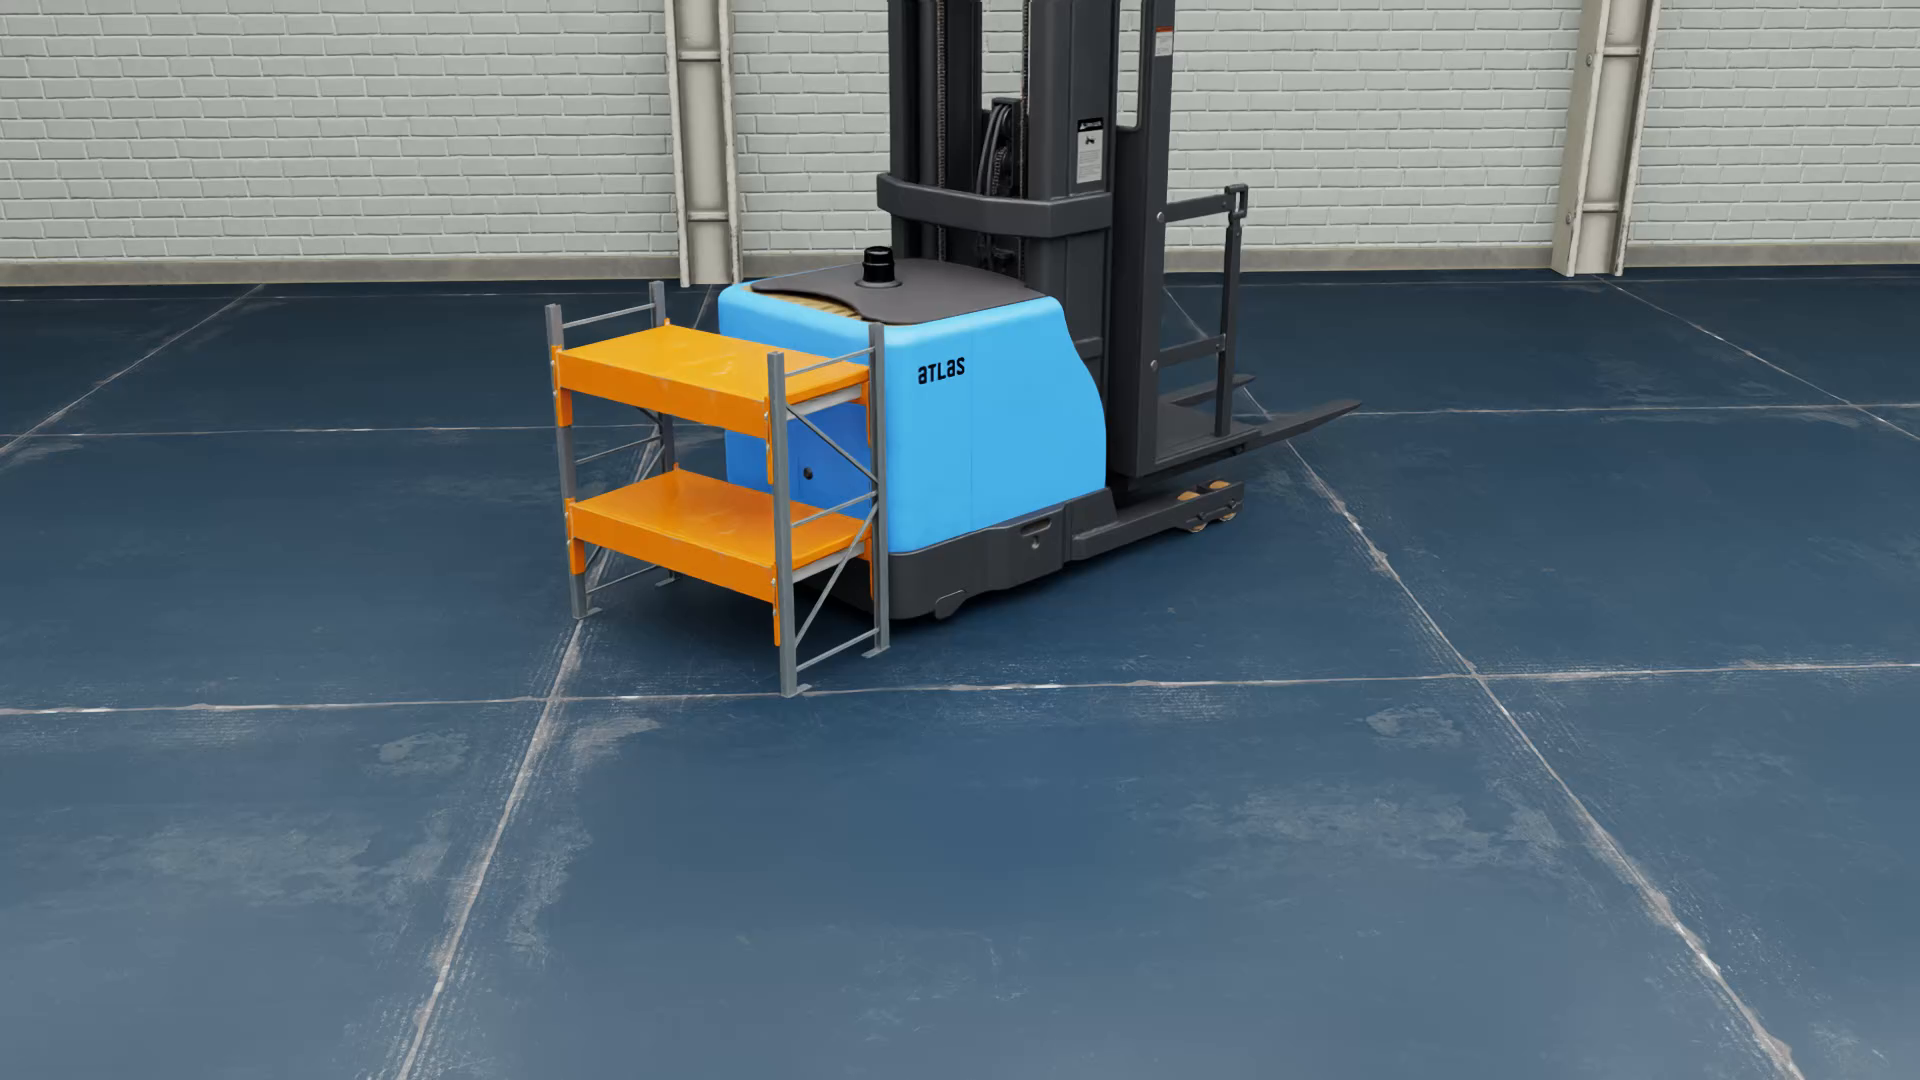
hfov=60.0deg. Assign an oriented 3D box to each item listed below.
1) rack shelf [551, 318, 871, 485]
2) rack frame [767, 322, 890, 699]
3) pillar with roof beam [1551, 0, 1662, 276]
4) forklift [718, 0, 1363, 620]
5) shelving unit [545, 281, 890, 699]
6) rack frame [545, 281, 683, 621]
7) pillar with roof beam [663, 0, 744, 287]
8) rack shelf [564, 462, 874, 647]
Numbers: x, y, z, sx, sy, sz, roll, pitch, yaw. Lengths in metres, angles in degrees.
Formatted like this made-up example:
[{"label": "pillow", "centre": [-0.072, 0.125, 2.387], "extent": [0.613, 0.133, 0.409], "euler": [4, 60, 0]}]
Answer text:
[{"label": "rack shelf", "centre": [-0.806, -0.477, 5.470], "extent": [1.000, 0.278, 0.538], "euler": [16, 26, 35]}, {"label": "rack frame", "centre": [-0.405, -0.092, 5.282], "extent": [0.032, 1.125, 0.500], "euler": [16, 26, 35]}, {"label": "pillar with roof beam", "centre": [4.572, -4.535, 5.884], "extent": [0.400, 9.000, 9.100], "euler": [-1, 21, -3]}, {"label": "forklift", "centre": [0.528, -1.518, 6.489], "extent": [3.031, 2.935, 1.130], "euler": [-18, 28, -40]}, {"label": "shelving unit", "centre": [-0.806, -0.203, 5.574], "extent": [1.048, 1.125, 0.538], "euler": [16, 26, 35]}, {"label": "rack frame", "centre": [-1.207, -0.315, 5.866], "extent": [0.032, 1.125, 0.500], "euler": [16, 26, 35]}, {"label": "pillar with roof beam", "centre": [-1.419, -4.413, 5.564], "extent": [0.400, 9.000, 9.100], "euler": [-1, 21, -3]}, {"label": "rack shelf", "centre": [-0.806, 0.025, 5.661], "extent": [1.000, 0.278, 0.538], "euler": [16, 26, 35]}]
